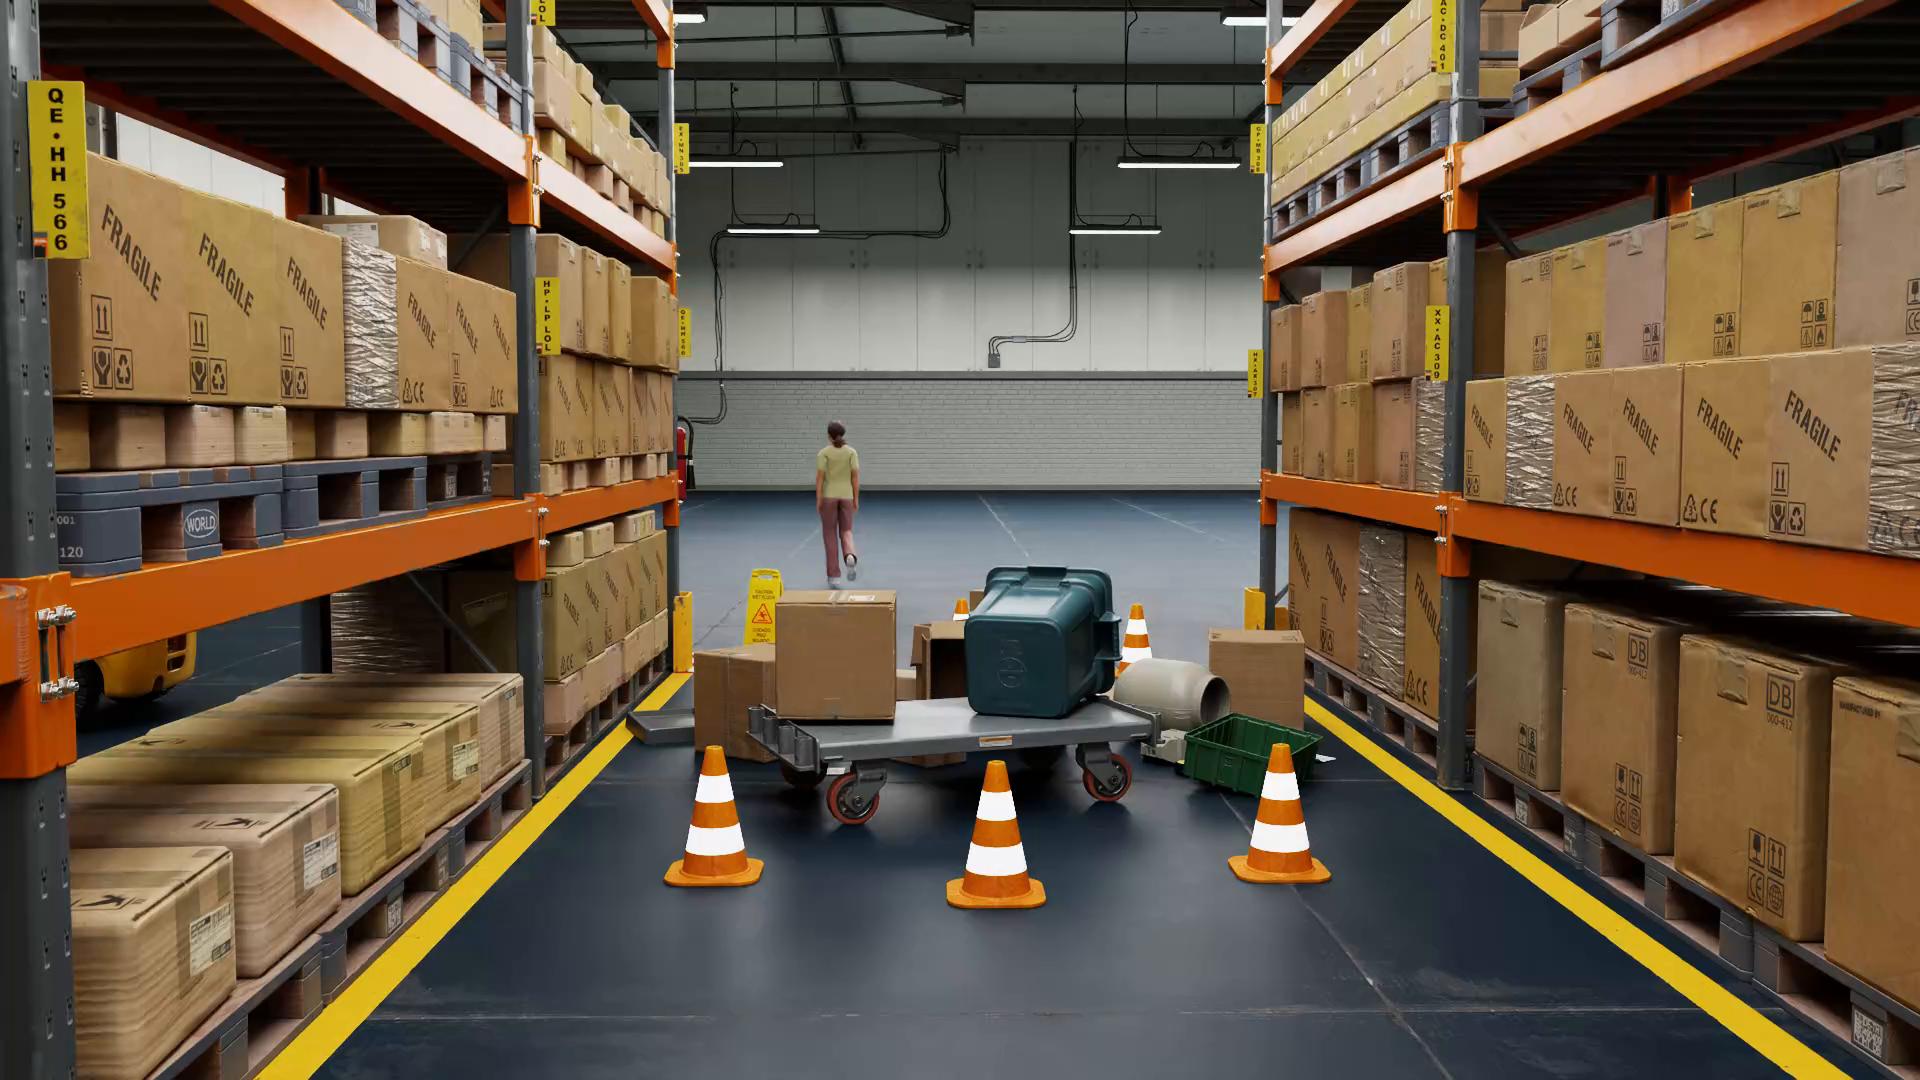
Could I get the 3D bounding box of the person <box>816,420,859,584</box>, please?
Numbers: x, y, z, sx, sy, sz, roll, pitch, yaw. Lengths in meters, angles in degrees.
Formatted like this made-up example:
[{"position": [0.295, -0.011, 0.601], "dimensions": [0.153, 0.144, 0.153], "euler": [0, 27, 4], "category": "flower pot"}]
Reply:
[{"position": [-1.245, -0.382, 16.843], "dimensions": [0.448, 1.666, 0.494], "euler": [-2, 4, -22], "category": "person"}]
